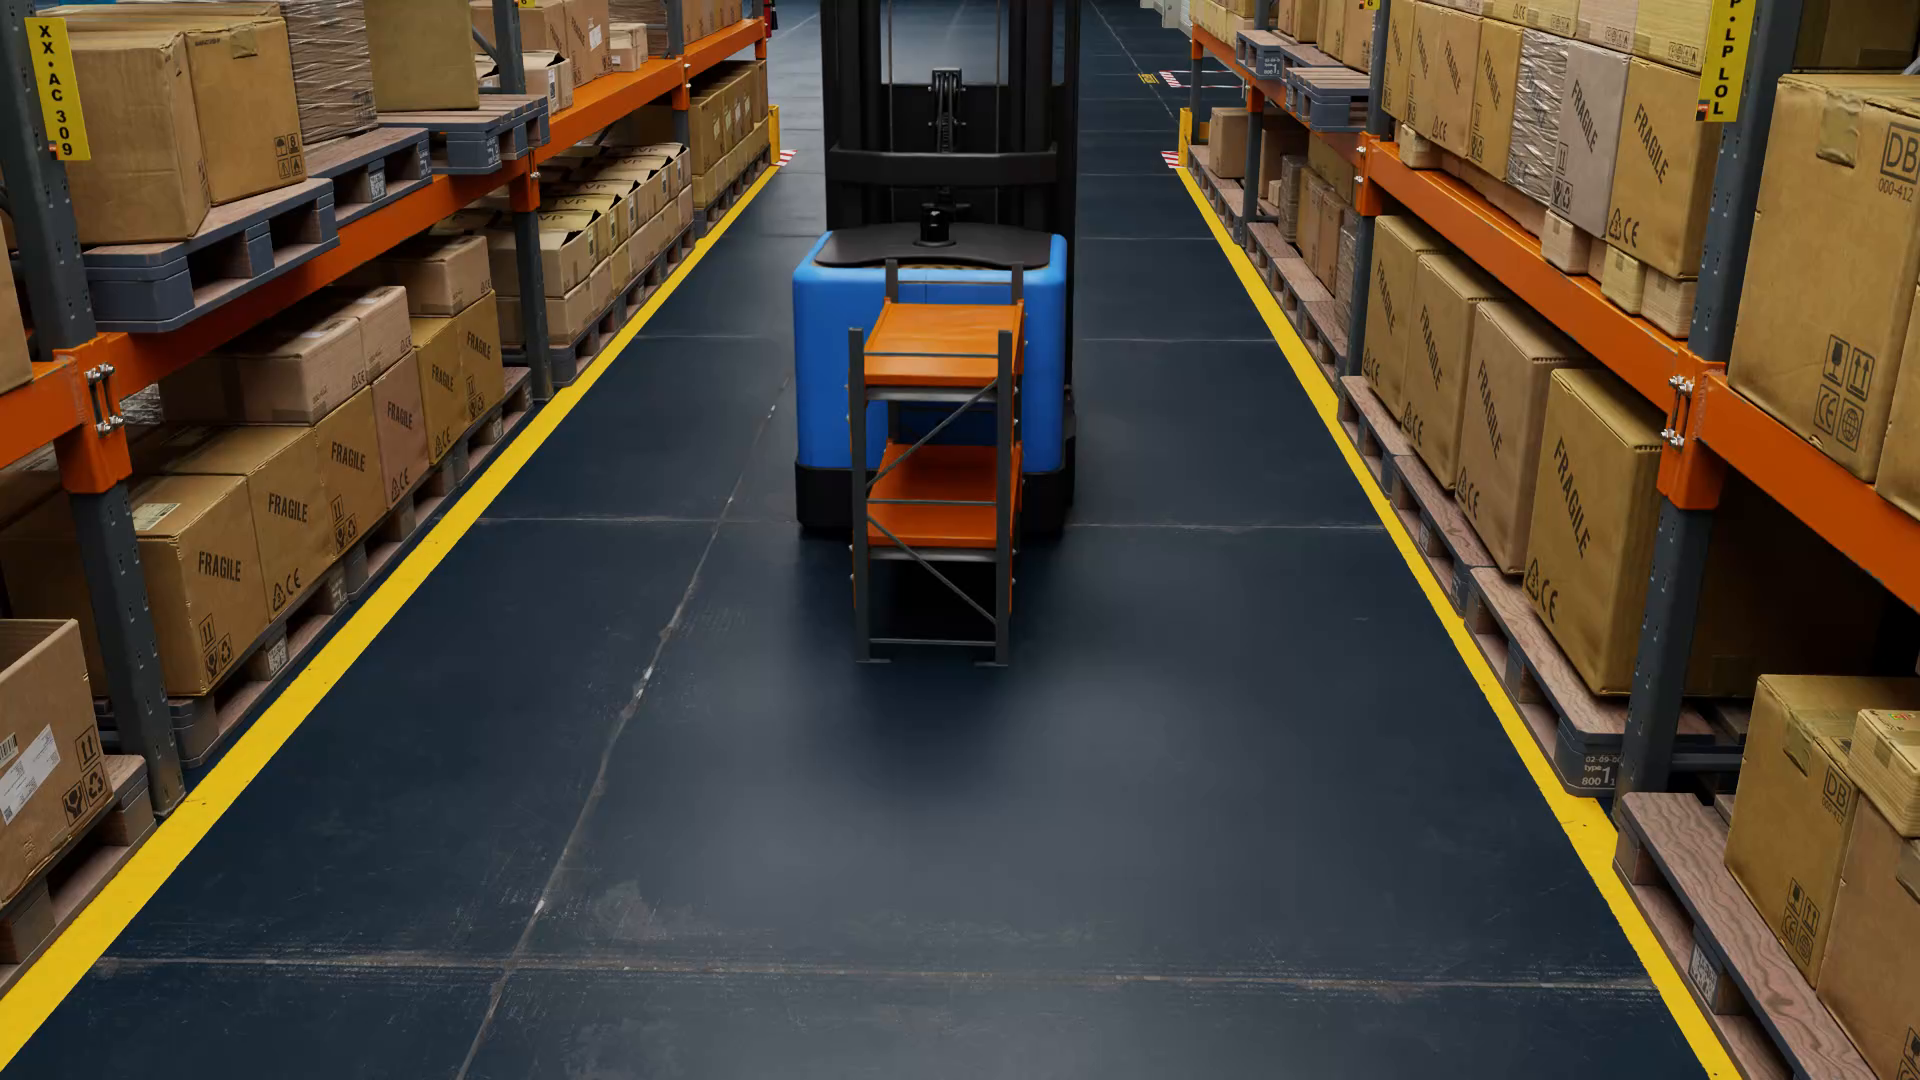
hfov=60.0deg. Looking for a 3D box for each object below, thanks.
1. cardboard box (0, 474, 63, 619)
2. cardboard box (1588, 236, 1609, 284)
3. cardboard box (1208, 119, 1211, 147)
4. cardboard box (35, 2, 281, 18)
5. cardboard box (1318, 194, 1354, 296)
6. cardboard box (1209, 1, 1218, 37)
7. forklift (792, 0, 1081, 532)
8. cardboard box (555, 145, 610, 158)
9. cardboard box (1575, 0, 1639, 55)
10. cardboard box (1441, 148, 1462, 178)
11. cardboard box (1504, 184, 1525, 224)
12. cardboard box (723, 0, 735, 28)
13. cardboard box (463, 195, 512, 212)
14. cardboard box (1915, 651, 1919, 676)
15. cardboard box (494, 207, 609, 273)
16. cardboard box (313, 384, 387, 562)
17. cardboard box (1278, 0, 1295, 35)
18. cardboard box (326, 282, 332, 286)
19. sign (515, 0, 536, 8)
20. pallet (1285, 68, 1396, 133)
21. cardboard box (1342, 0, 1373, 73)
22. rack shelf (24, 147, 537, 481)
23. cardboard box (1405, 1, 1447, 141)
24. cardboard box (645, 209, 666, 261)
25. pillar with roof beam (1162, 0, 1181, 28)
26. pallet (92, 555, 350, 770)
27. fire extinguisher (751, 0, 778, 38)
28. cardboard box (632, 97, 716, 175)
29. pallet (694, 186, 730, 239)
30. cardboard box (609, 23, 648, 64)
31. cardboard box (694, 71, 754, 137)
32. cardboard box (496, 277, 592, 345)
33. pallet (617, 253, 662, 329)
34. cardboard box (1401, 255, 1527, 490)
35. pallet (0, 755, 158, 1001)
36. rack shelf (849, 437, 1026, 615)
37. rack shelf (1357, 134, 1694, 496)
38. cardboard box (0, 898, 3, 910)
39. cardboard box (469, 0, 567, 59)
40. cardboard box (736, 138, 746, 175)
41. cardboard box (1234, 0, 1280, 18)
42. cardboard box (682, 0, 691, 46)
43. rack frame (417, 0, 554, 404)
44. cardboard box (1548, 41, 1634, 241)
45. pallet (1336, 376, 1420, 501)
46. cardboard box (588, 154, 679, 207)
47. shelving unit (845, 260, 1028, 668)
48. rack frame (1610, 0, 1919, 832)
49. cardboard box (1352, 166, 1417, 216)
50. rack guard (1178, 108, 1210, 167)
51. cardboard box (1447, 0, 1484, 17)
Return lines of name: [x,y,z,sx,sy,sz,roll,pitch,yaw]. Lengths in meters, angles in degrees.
cardboard box: [-2.943,0.119,4.924,0.500,0.500,0.500,1,21,1]
cardboard box: [2.044,-0.809,4.787,0.380,0.149,0.250,1,21,3]
cardboard box: [2.534,-3.648,14.893,0.500,0.311,0.500,-2,21,-4]
cardboard box: [-2.680,-1.542,5.638,0.700,0.500,0.500,-5,22,-12]
cardboard box: [2.490,-1.719,9.660,0.700,0.500,0.500,1,21,1]
cardboard box: [2.272,-4.157,13.277,0.500,0.250,0.500,1,21,2]
forklift: [-0.022,-1.886,7.337,1.130,2.935,3.031,1,21,4]
cardboard box: [-2.690,-2.581,11.480,0.500,0.311,0.500,1,21,2]
cardboard box: [2.063,-1.508,4.654,0.500,0.250,0.500,1,21,3]
cardboard box: [2.166,-1.551,6.698,0.380,0.149,0.250,0,21,1]
cardboard box: [2.109,-1.179,5.741,0.380,0.149,0.250,1,21,3]
cardboard box: [-2.345,-4.687,14.324,0.700,0.500,0.500,1,21,3]
cardboard box: [-2.753,-1.844,9.581,0.500,0.311,0.500,0,21,1]
cardboard box: [2.357,0.279,3.641,0.380,0.149,0.250,1,21,1]
cardboard box: [-2.233,-1.658,9.100,0.500,0.311,0.500,0,21,0]
cardboard box: [-2.386,-0.246,5.863,0.500,0.500,0.500,1,21,2]
cardboard box: [2.474,-3.568,10.831,0.700,0.500,0.500,1,21,2]
cardboard box: [-2.850,-0.985,7.768,0.500,0.500,0.500,2,21,4]
sign: [-2.007,-2.607,7.609,0.100,0.325,0.005,1,21,2]
pallet: [2.317,-2.223,8.376,1.213,0.211,1.003,1,21,2]
cardboard box: [2.396,-2.677,8.536,0.700,0.500,0.500,-1,21,-3]
rack shelf: [-2.611,-1.048,6.077,1.077,0.370,4.000,1,21,2]
cardboard box: [2.106,-1.886,6.665,0.500,0.500,0.500,1,21,3]
cardboard box: [-2.184,-1.946,10.617,0.500,0.250,0.500,1,21,3]
pillar with roof beam: [-0.267,-14.036,30.262,9.100,9.000,0.400,1,21,2]
pallet: [-2.685,0.345,5.347,1.003,0.211,1.213,1,21,2]
fire extinguisher: [-1.839,-5.001,15.377,0.296,0.674,0.183,1,21,2]
cardboard box: [-2.101,-2.980,12.247,0.500,0.500,0.500,1,21,2]
pallet: [-2.362,-2.540,12.783,1.003,0.211,1.213,1,21,2]
cardboard box: [-2.400,-3.304,11.106,0.500,0.250,0.500,2,21,5]
cardboard box: [-2.041,-3.704,14.111,0.500,0.500,0.500,1,21,2]
cardboard box: [-2.241,-1.206,8.712,0.500,0.250,0.500,1,21,1]
pallet: [-2.446,-1.544,10.215,1.003,0.211,1.213,1,21,2]
cardboard box: [2.215,-0.666,6.489,0.750,0.750,0.750,1,21,1]
pallet: [-2.694,0.888,3.948,1.003,0.211,1.213,1,21,2]
rack shelf: [-0.056,-0.072,5.835,0.538,0.278,1.000,1,21,4]
rack shelf: [2.341,-0.995,5.940,1.077,0.370,4.000,1,21,2]
cardboard box: [-2.357,0.809,3.630,0.380,0.149,0.250,1,21,2]
cardboard box: [-2.515,-2.760,9.357,0.500,0.500,0.500,0,21,-1]
cardboard box: [-2.061,-3.173,13.781,0.500,0.250,0.500,1,21,2]
cardboard box: [2.228,-3.963,11.739,0.500,0.500,0.500,1,21,1]
cardboard box: [-2.412,-3.951,12.426,0.700,0.500,0.500,0,21,1]
rack frame: [-2.550,-2.106,7.811,1.000,3.000,0.127,1,21,2]
cardboard box: [2.048,-1.156,4.784,0.500,0.500,0.500,1,21,2]
pallet: [2.302,-0.469,7.446,1.003,0.211,1.213,1,21,2]
cardboard box: [-2.164,-2.390,10.988,0.500,0.311,0.500,1,21,3]
shelving unit: [-0.056,-0.300,5.747,0.538,1.125,1.048,1,21,4]
rack frame: [2.280,-0.607,3.947,1.000,3.000,0.127,1,21,2]
cardboard box: [2.451,-1.909,9.113,0.500,0.250,0.500,1,21,3]
rack guard: [2.642,-3.753,15.510,1.175,0.500,0.348,1,21,2]
cardboard box: [2.103,-2.061,6.080,0.500,0.250,0.500,1,21,2]
